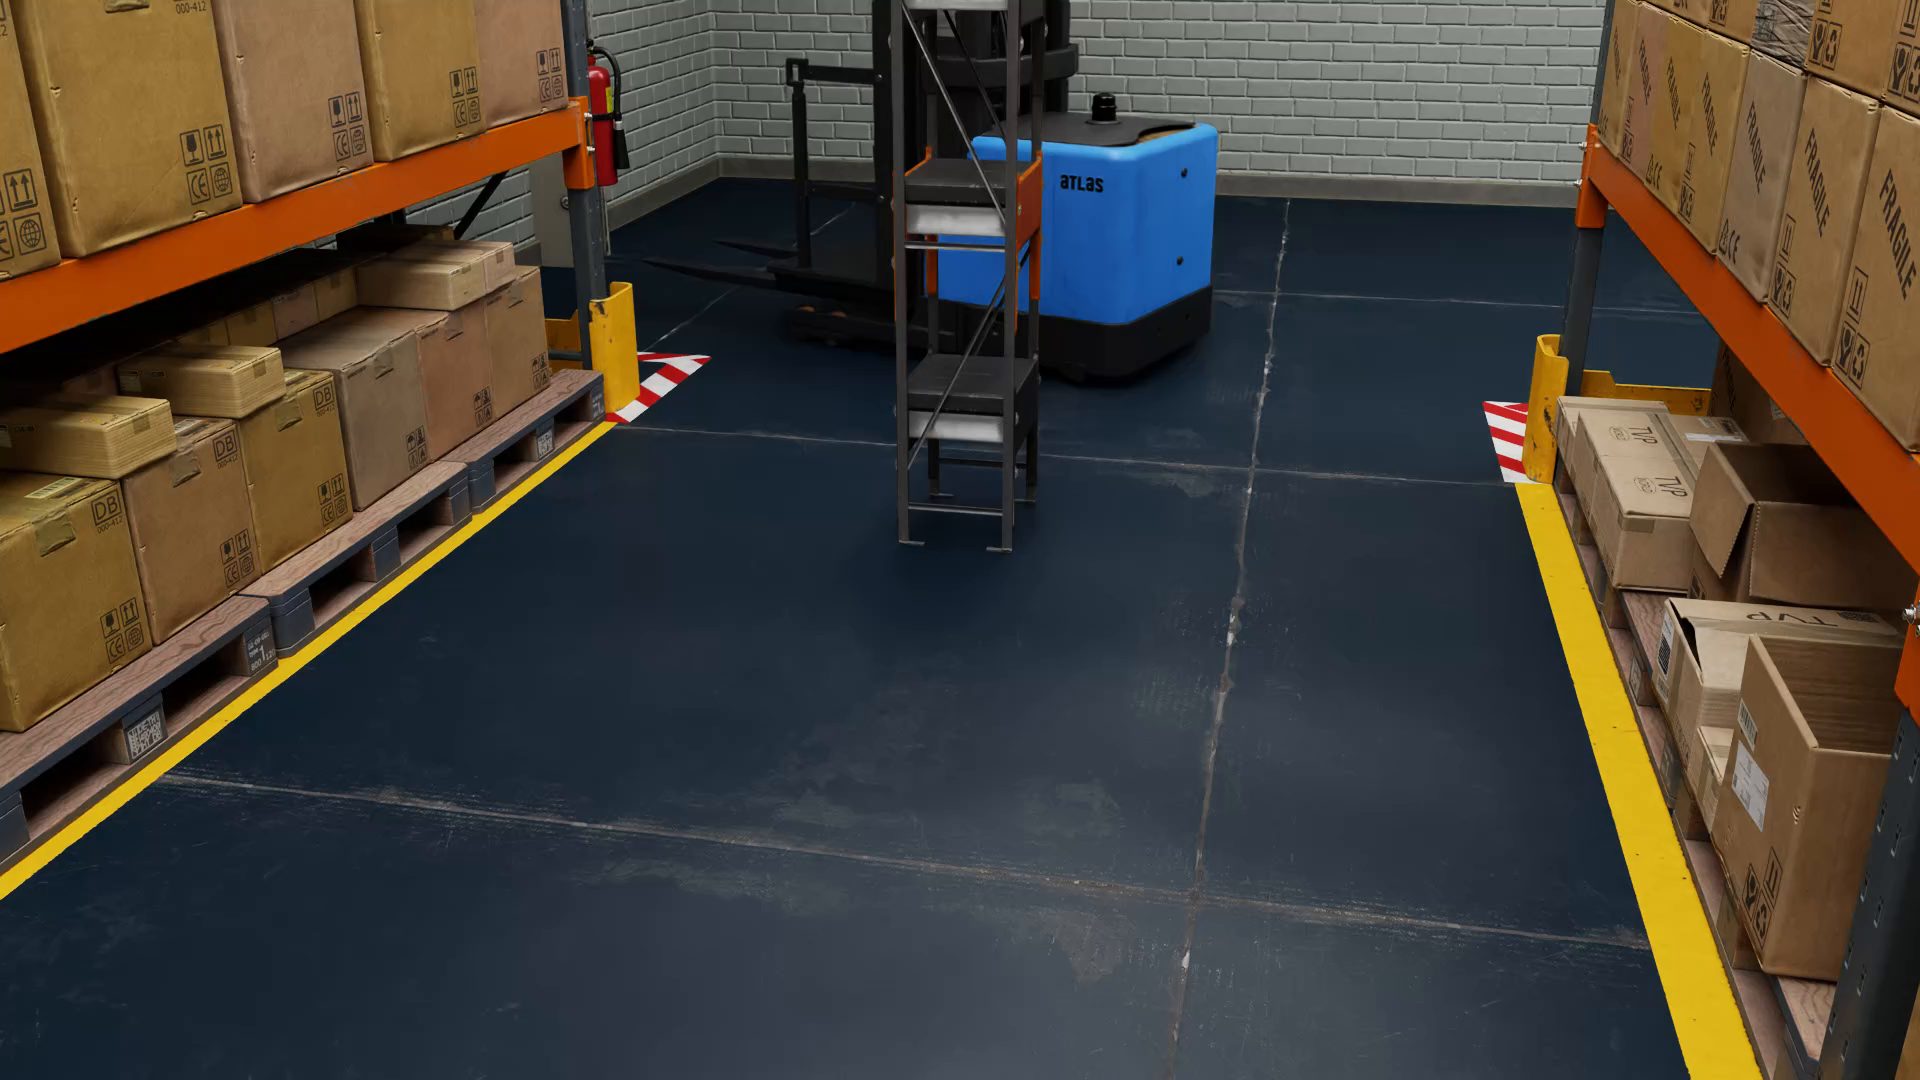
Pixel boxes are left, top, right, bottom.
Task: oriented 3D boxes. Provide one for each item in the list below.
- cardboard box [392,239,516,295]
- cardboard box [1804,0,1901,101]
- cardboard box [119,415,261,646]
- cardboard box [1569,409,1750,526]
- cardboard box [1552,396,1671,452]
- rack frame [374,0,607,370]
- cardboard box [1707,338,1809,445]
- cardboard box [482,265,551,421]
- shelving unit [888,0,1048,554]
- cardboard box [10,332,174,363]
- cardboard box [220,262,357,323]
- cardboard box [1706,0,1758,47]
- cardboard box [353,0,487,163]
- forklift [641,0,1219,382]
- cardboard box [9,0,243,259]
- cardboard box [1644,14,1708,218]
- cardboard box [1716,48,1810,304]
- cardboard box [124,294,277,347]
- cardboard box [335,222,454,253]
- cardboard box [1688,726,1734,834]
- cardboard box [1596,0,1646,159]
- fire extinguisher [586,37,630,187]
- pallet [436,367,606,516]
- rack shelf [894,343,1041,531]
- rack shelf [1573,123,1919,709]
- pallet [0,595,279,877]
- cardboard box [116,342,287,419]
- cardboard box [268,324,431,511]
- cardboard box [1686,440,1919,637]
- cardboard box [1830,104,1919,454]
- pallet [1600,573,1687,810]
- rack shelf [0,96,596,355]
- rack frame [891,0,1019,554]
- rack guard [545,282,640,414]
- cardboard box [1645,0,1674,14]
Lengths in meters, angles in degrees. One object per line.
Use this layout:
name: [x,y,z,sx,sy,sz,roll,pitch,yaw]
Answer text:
cardboard box: [-1.930,-1.046,6.350,0.380,0.149,0.250,4,22,10]
cardboard box: [1.948,-1.097,3.090,0.500,0.500,0.500,4,22,10]
cardboard box: [-2.495,-0.055,4.760,0.700,0.500,0.500,4,22,10]
cardboard box: [2.322,-0.226,5.491,0.500,0.250,0.500,4,22,11]
cardboard box: [2.391,-0.412,6.089,0.380,0.149,0.250,4,22,11]
rack frame: [-2.037,-2.034,6.888,1.000,3.000,0.127,4,22,11]
cardboard box: [2.943,-0.484,5.798,0.500,0.500,0.500,4,22,11]
cardboard box: [-2.082,-0.805,6.622,0.700,0.500,0.500,4,22,11]
shelving unit: [0.034,-1.035,5.612,0.431,2.100,0.503,4,22,11]
cardboard box: [-2.613,-0.516,5.036,0.380,0.149,0.250,5,22,11]
cardboard box: [-2.407,-0.891,5.965,0.380,0.149,0.250,5,22,11]
cardboard box: [2.155,-1.465,4.005,0.500,0.500,0.500,4,22,10]
cardboard box: [-2.269,-1.719,5.704,0.980,0.700,0.700,4,22,10]
forklift: [-0.281,-2.479,8.086,3.031,2.935,1.130,13,25,30]
cardboard box: [-2.572,-1.174,4.351,0.980,0.700,0.700,4,22,10]
cardboard box: [2.259,-1.189,4.658,0.500,0.500,0.500,4,22,11]
cardboard box: [2.054,-0.820,3.741,0.500,0.500,0.500,5,22,12]
cardboard box: [-2.509,-0.704,5.501,0.380,0.149,0.250,5,22,11]
cardboard box: [-2.252,-1.167,6.652,0.380,0.149,0.250,5,22,11]
cardboard box: [1.853,0.552,3.695,0.380,0.149,0.250,4,22,11]
cardboard box: [2.464,-1.562,5.582,0.500,0.500,0.500,5,22,12]
fire extinguisher: [-1.555,-1.845,7.022,0.296,0.674,0.183,4,22,11]
pallet: [-2.124,-0.442,6.668,1.003,0.211,1.213,4,22,11]
rack shelf: [0.034,-0.373,5.878,0.431,0.518,0.480,4,22,11]
rack shelf: [2.405,-0.592,4.272,1.077,0.370,4.000,4,22,11]
pallet: [-2.622,0.450,4.453,1.003,0.211,1.213,4,22,11]
cardboard box: [-2.246,-0.475,4.933,0.380,0.149,0.250,4,22,9]
cardboard box: [-2.286,-0.438,5.711,0.700,0.500,0.500,4,22,9]
cardboard box: [2.375,0.072,4.413,0.797,0.503,0.637,4,22,11]
cardboard box: [1.848,-0.443,2.806,0.500,0.500,0.500,5,22,12]
pallet: [2.385,0.400,4.577,1.003,0.211,1.213,4,22,11]
rack shelf: [-2.445,-0.969,5.207,1.077,0.370,4.000,4,22,11]
rack frame: [-0.016,-0.945,5.390,0.400,2.100,0.015,4,22,11]
rack guard: [-2.032,-0.883,7.377,1.175,0.500,0.348,4,22,11]
cardboard box: [2.365,-1.834,4.919,0.500,0.500,0.500,5,22,11]
